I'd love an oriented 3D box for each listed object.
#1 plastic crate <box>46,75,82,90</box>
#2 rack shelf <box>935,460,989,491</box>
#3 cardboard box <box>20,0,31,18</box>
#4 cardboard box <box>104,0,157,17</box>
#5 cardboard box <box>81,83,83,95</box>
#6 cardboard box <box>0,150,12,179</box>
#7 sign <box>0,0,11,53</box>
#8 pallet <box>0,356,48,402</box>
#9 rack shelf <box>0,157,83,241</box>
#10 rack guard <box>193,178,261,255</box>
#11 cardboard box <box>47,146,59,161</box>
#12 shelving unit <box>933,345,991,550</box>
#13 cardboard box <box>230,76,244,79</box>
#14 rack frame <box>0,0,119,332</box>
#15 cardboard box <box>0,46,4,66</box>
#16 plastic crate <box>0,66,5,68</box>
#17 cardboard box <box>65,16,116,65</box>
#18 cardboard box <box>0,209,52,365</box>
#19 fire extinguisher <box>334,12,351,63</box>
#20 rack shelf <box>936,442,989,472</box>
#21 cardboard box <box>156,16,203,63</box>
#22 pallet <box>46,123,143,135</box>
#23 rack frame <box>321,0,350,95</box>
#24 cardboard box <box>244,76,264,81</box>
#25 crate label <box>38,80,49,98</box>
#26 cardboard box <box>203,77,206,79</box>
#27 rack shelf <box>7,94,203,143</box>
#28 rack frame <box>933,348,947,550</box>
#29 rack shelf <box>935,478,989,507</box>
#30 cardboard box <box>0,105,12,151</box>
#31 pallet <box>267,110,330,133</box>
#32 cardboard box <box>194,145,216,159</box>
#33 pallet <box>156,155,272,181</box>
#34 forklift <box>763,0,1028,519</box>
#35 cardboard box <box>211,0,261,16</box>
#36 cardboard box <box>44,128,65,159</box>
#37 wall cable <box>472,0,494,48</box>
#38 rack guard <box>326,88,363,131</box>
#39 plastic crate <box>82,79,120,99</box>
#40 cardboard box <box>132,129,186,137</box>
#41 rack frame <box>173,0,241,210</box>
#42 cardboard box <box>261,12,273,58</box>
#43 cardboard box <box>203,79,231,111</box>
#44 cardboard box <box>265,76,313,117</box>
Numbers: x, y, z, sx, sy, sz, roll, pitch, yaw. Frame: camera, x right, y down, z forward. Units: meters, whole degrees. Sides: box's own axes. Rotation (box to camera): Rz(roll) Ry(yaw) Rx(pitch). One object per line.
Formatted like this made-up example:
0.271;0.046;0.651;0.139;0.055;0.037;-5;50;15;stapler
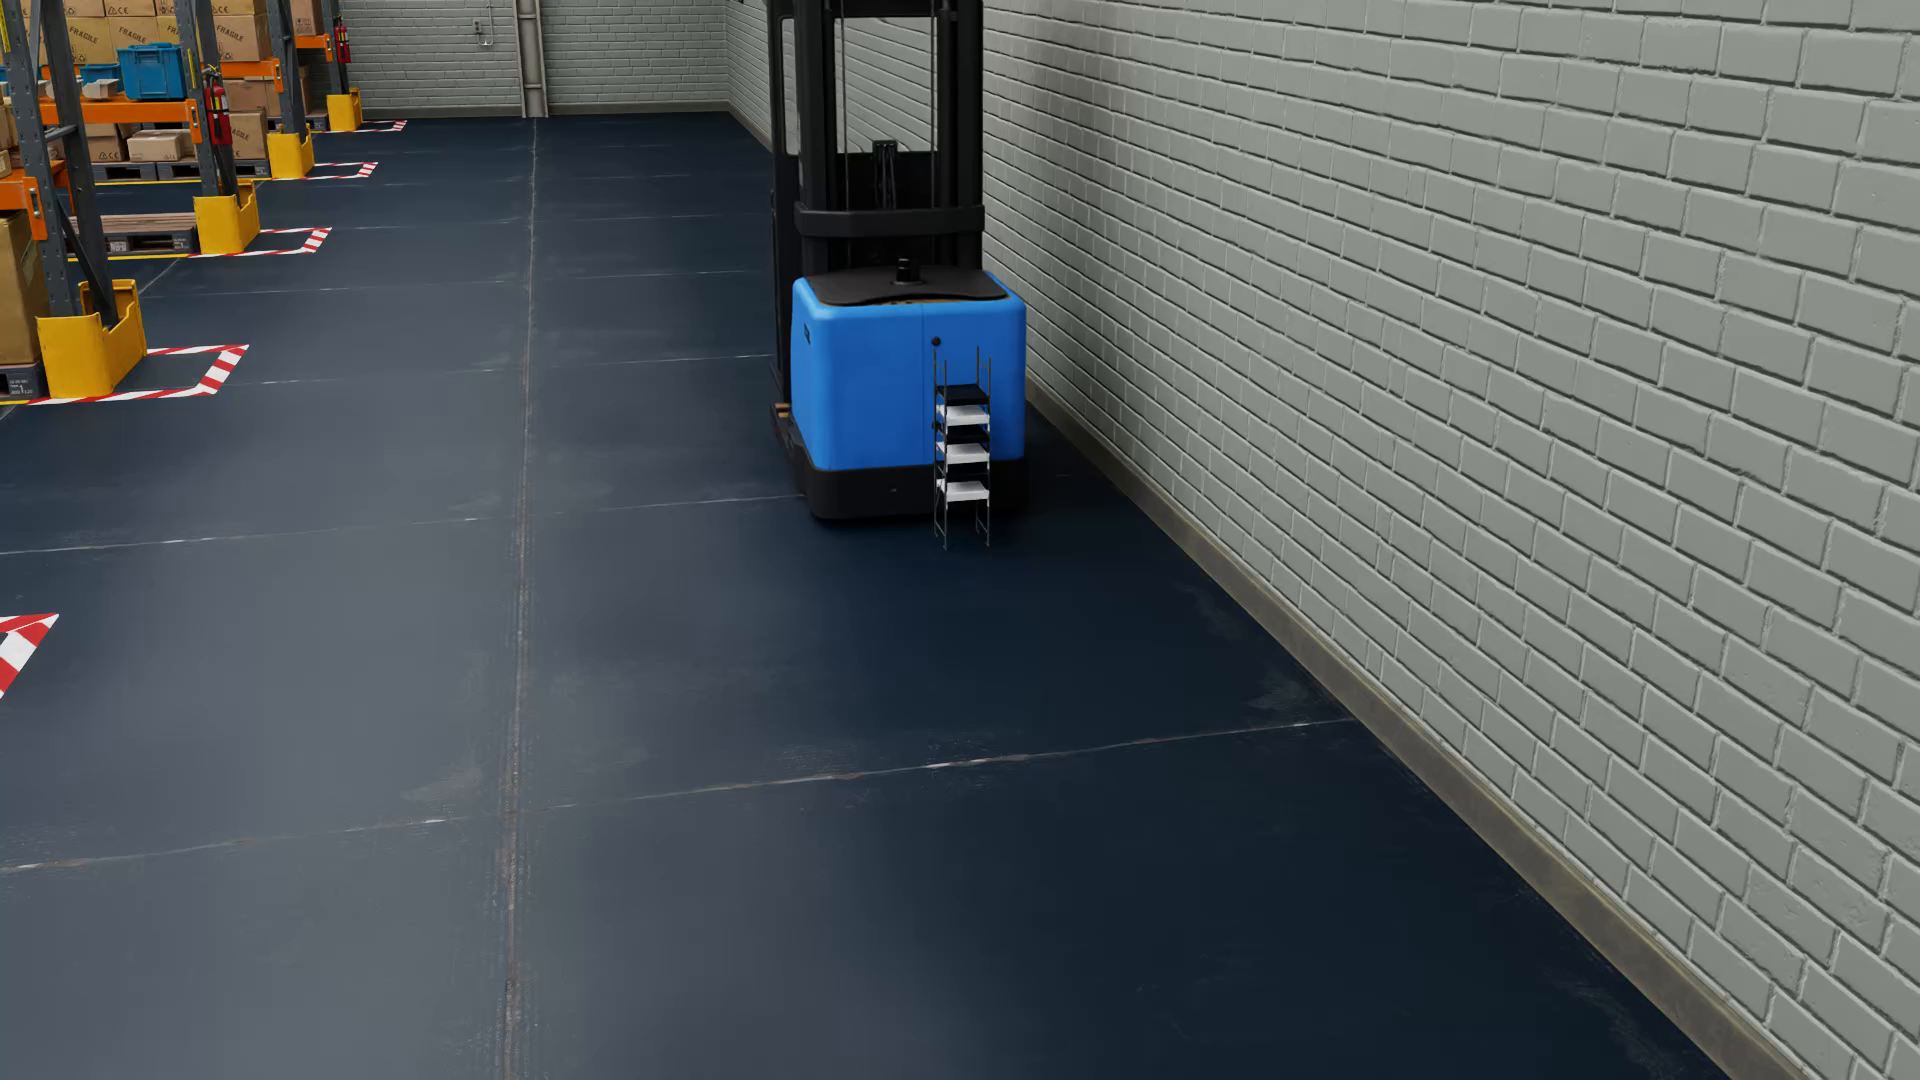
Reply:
-8.009;-4.075;14.874;0.298;0.136;0.250;-5;21;-12;plastic crate
0.008;-0.307;7.704;0.200;0.077;0.258;-5;21;-12;rack shelf
-10.205;-6.014;18.273;0.500;0.500;0.500;-5;21;-14;cardboard box
-9.202;-6.096;18.496;0.500;0.500;0.500;-4;21;-11;cardboard box
-12.122;-6.179;23.346;0.500;0.500;0.700;-4;21;-12;cardboard box
-5.832;-2.217;9.871;0.250;0.149;0.380;-4;21;-11;cardboard box
-5.450;-2.946;9.467;0.005;0.325;0.100;-5;21;-12;sign
-6.322;-1.075;10.441;1.213;0.211;1.003;-5;21;-12;pallet
-7.508;-1.977;9.897;4.000;0.370;1.077;-5;21;-12;rack shelf
-6.681;-2.964;15.179;0.348;0.500;1.175;-5;21;-12;rack guard
-10.433;-4.382;18.895;0.250;0.166;0.380;-5;21;-12;cardboard box
0.008;-0.423;7.662;0.210;0.900;0.258;-5;21;-12;shelving unit
-10.300;-6.704;23.834;0.250;0.149;0.380;-4;21;-12;cardboard box
-5.562;-2.473;10.206;0.127;3.000;1.000;-5;21;-12;rack frame
-10.674;-5.511;18.352;0.500;0.500;0.500;-4;21;-12;cardboard box
-8.591;-4.044;14.648;0.300;0.233;0.416;-5;21;-12;plastic crate
-9.692;-5.590;18.569;0.500;0.500;0.500;-5;21;-13;cardboard box
-6.166;-1.596;10.288;0.875;0.875;0.875;-5;21;-12;cardboard box
-8.728;-7.094;23.473;0.183;0.674;0.296;-5;21;-12;fire extinguisher
0.008;-0.392;7.673;0.200;0.077;0.258;-5;21;-12;rack shelf
-8.715;-5.668;18.781;0.500;0.500;0.500;-4;21;-12;cardboard box
-12.116;-5.856;23.493;1.213;0.211;1.003;-5;21;-12;pallet
-8.981;-7.448;23.785;0.127;3.000;1.000;-5;21;-12;rack frame
-9.971;-6.595;23.538;0.250;0.149;0.380;-4;21;-11;cardboard box
-8.004;-3.862;14.293;0.243;0.136;0.396;-5;21;-12;crate label
-10.797;-6.663;23.722;0.250;0.149;0.380;-4;21;-12;cardboard box
-8.648;-3.635;14.423;4.000;0.370;1.077;-5;21;-12;rack shelf
-0.091;-0.415;7.640;0.006;0.900;0.240;-5;21;-12;rack frame
0.008;-0.223;7.735;0.200;0.077;0.258;-5;21;-12;rack shelf
-5.972;-2.415;9.833;0.500;0.250;0.500;-5;21;-13;cardboard box
-9.741;-6.049;24.020;1.213;0.211;1.003;-5;21;-12;pallet
-8.725;-4.538;19.323;0.250;0.166;0.380;-5;21;-12;cardboard box
-8.687;-4.411;19.549;1.213;0.211;1.003;-5;21;-12;pallet
-0.474;-1.946;8.865;1.130;2.935;3.031;-4;21;-11;forklift
-8.207;-6.179;18.722;0.500;0.500;0.500;-5;21;-13;cardboard box
-10.511;-4.617;19.326;0.500;0.311;0.500;-5;21;-12;cardboard box
-7.953;-8.343;24.751;1.851;1.984;0.084;-5;21;-12;wall cable
-8.958;-6.276;24.220;0.348;0.500;1.175;-5;21;-12;rack guard
-7.453;-3.911;14.425;0.243;0.136;0.396;-5;21;-12;plastic crate
-9.405;-4.678;19.582;0.500;0.250;0.500;-5;21;-12;cardboard box
-6.701;-4.131;14.732;0.127;3.000;1.000;-5;21;-12;rack frame
-8.330;-5.890;19.387;0.500;0.500;0.500;-4;21;-11;cardboard box
-10.616;-6.302;23.682;0.500;0.500;0.700;-5;21;-14;cardboard box
-9.639;-6.382;23.900;0.500;0.500;0.700;-5;21;-12;cardboard box
